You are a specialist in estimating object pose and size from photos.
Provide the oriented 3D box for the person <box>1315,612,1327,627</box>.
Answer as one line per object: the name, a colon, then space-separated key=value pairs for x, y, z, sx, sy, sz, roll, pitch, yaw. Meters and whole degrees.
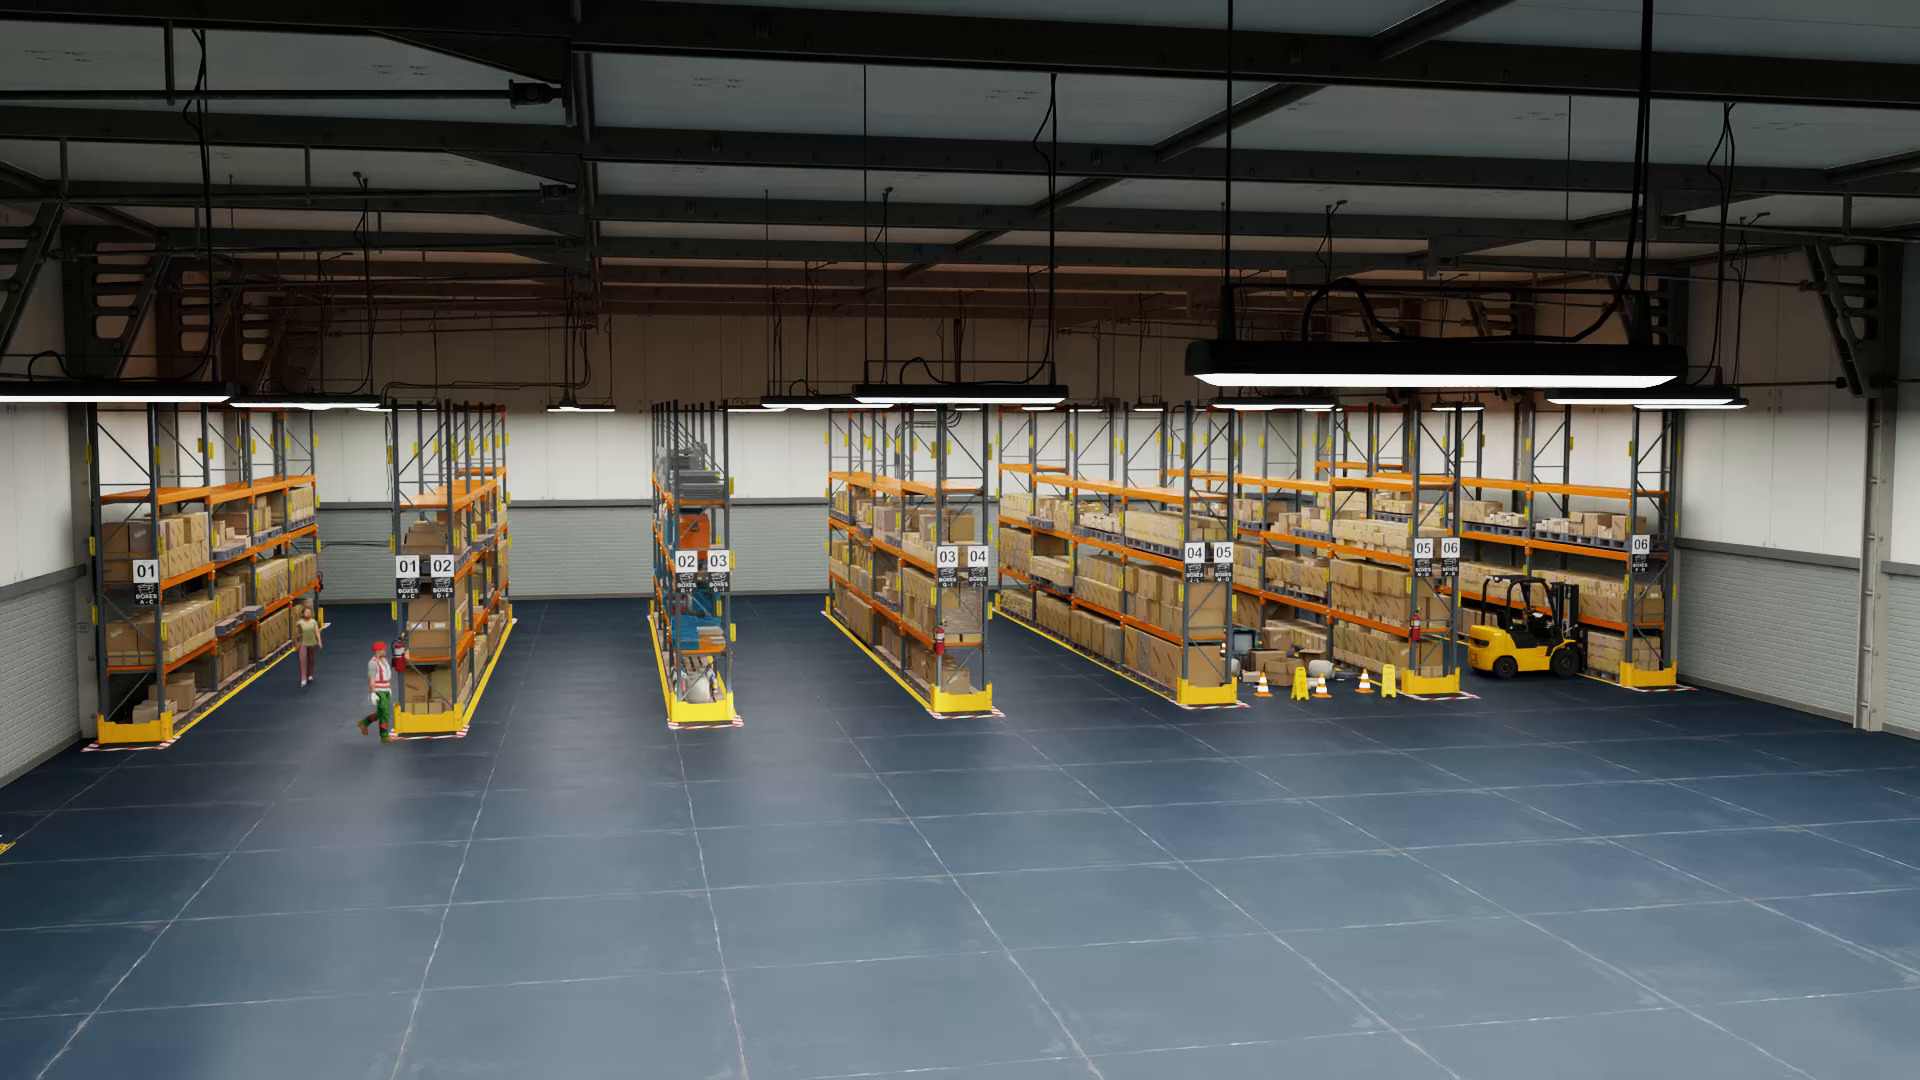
person: x=9.413 y=1.618 z=43.184 sx=0.563 sy=1.718 sz=0.519 roll=-1 pitch=4 yaw=-14

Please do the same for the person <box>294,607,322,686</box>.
person: x=-13.835 y=2.226 z=35.282 sx=0.518 sy=1.605 sz=1.030 roll=-2 pitch=5 yaw=-25

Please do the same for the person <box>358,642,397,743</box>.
person: x=-10.193 y=2.649 z=29.069 sx=0.831 sy=1.762 sz=0.635 roll=1 pitch=4 yaw=9
